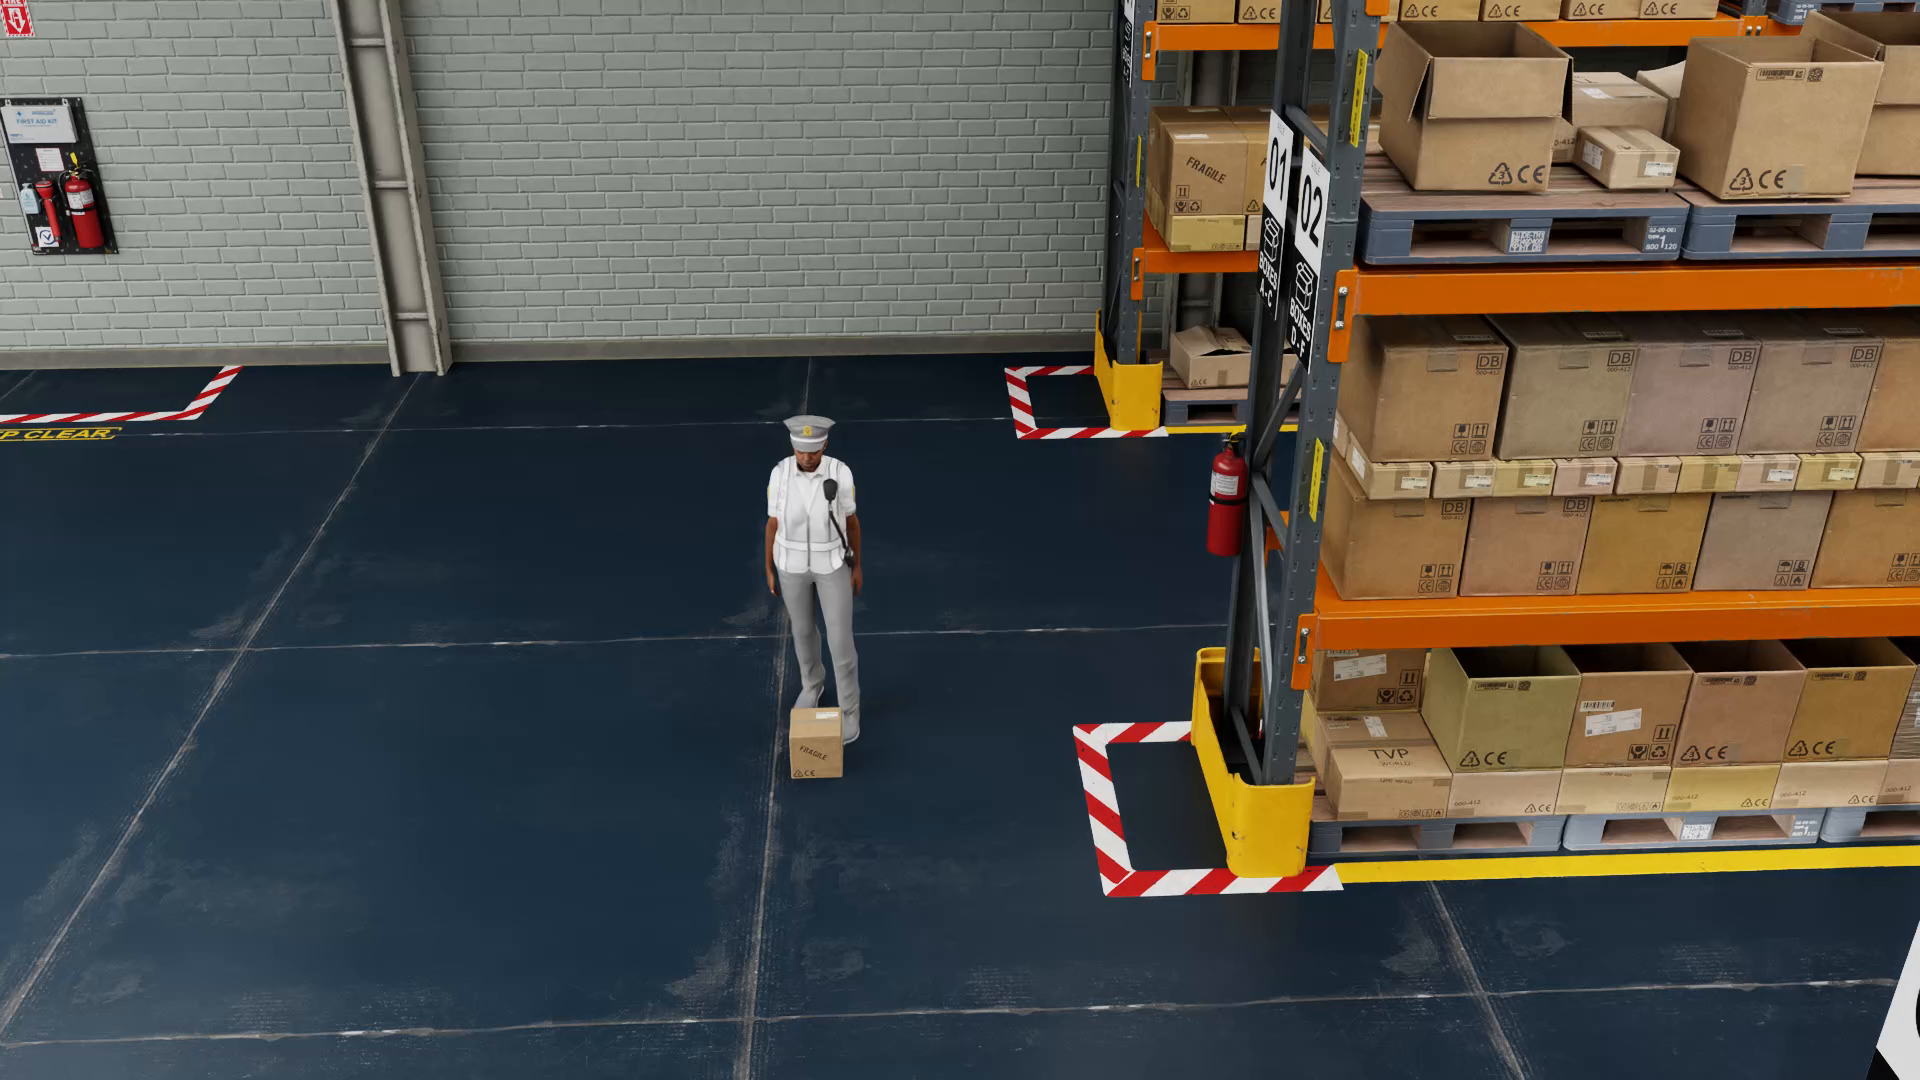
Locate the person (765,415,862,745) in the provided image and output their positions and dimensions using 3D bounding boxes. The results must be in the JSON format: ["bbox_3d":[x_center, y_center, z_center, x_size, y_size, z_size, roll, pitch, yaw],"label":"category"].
[{"bbox_3d":[-0.739,0.178,8.258,0.479,1.673,0.523,2,28,3],"label":"person"}]
